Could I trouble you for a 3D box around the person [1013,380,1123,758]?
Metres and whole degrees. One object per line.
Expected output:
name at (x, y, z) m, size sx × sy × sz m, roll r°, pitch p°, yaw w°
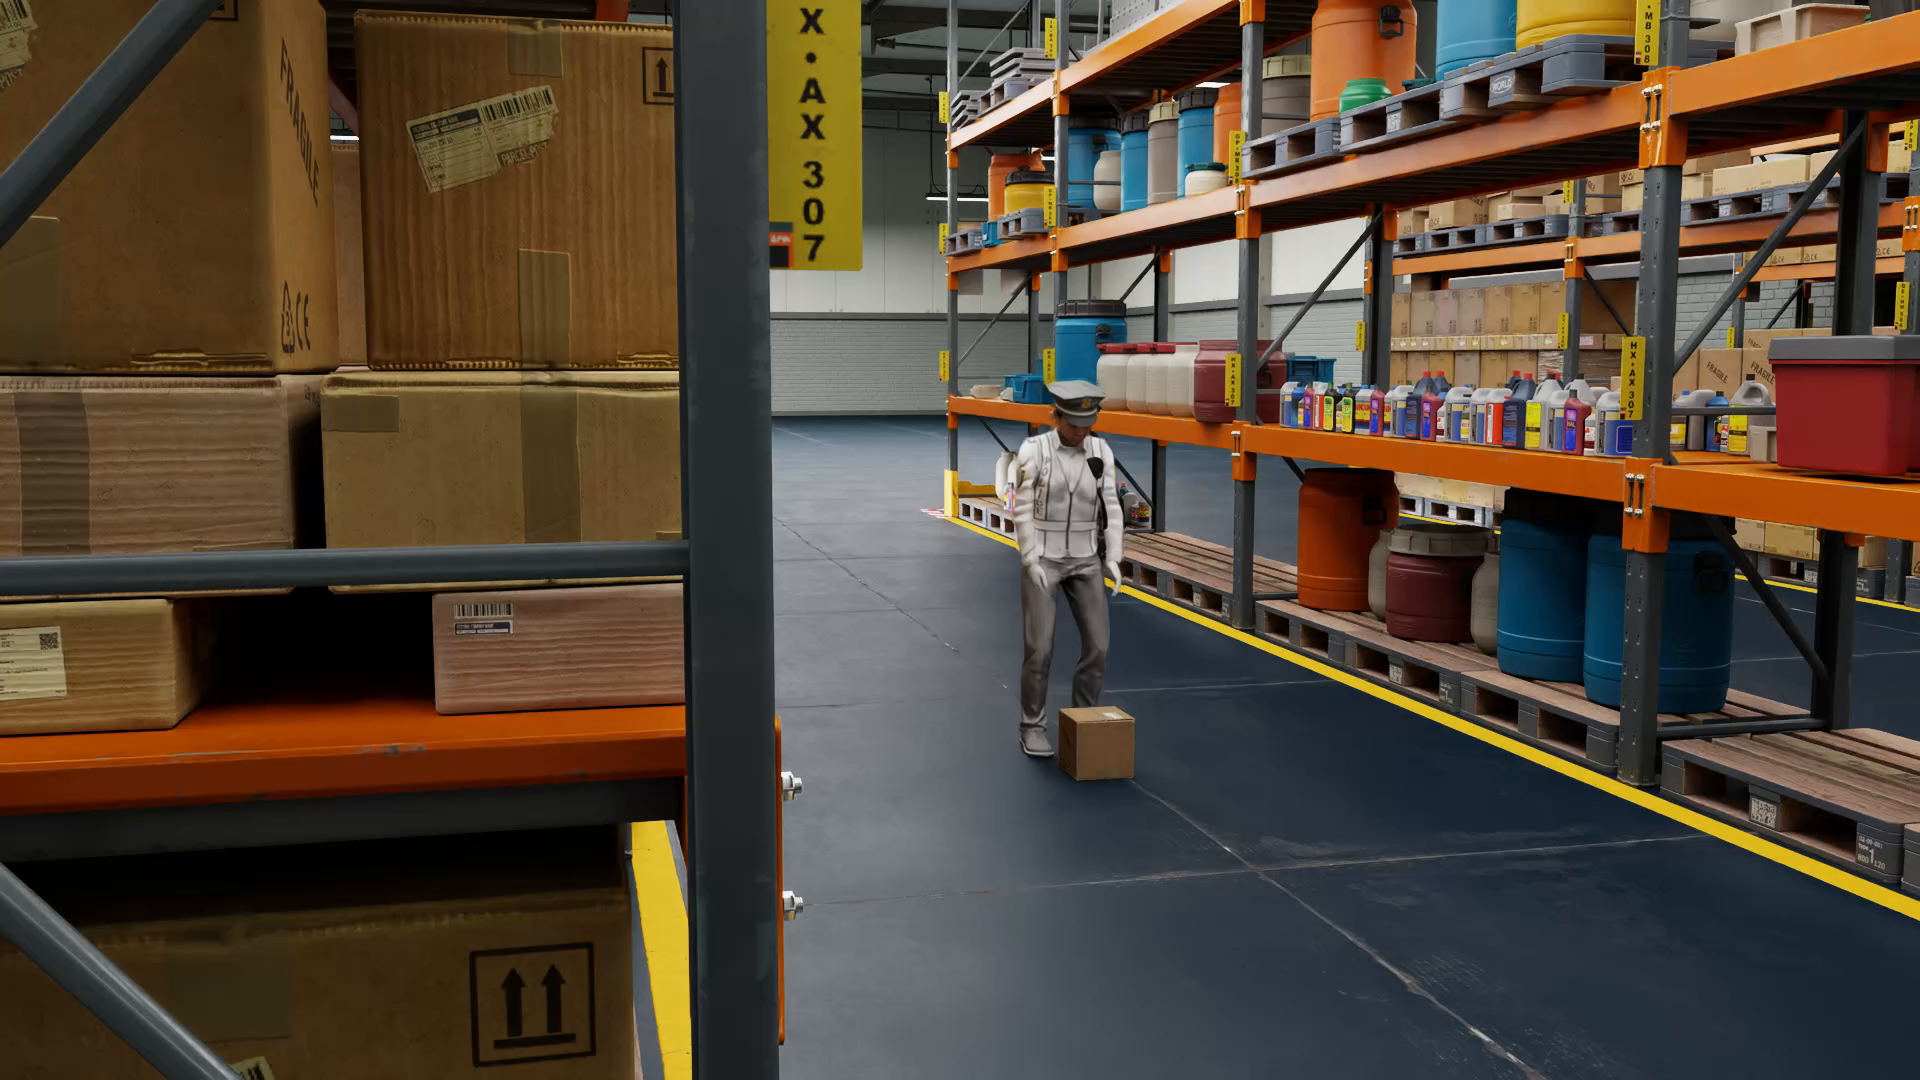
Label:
person at (0.477, 0.121, 7.269) m, size 0.496 × 1.635 × 0.428 m, roll -1°, pitch 6°, yaw -12°
